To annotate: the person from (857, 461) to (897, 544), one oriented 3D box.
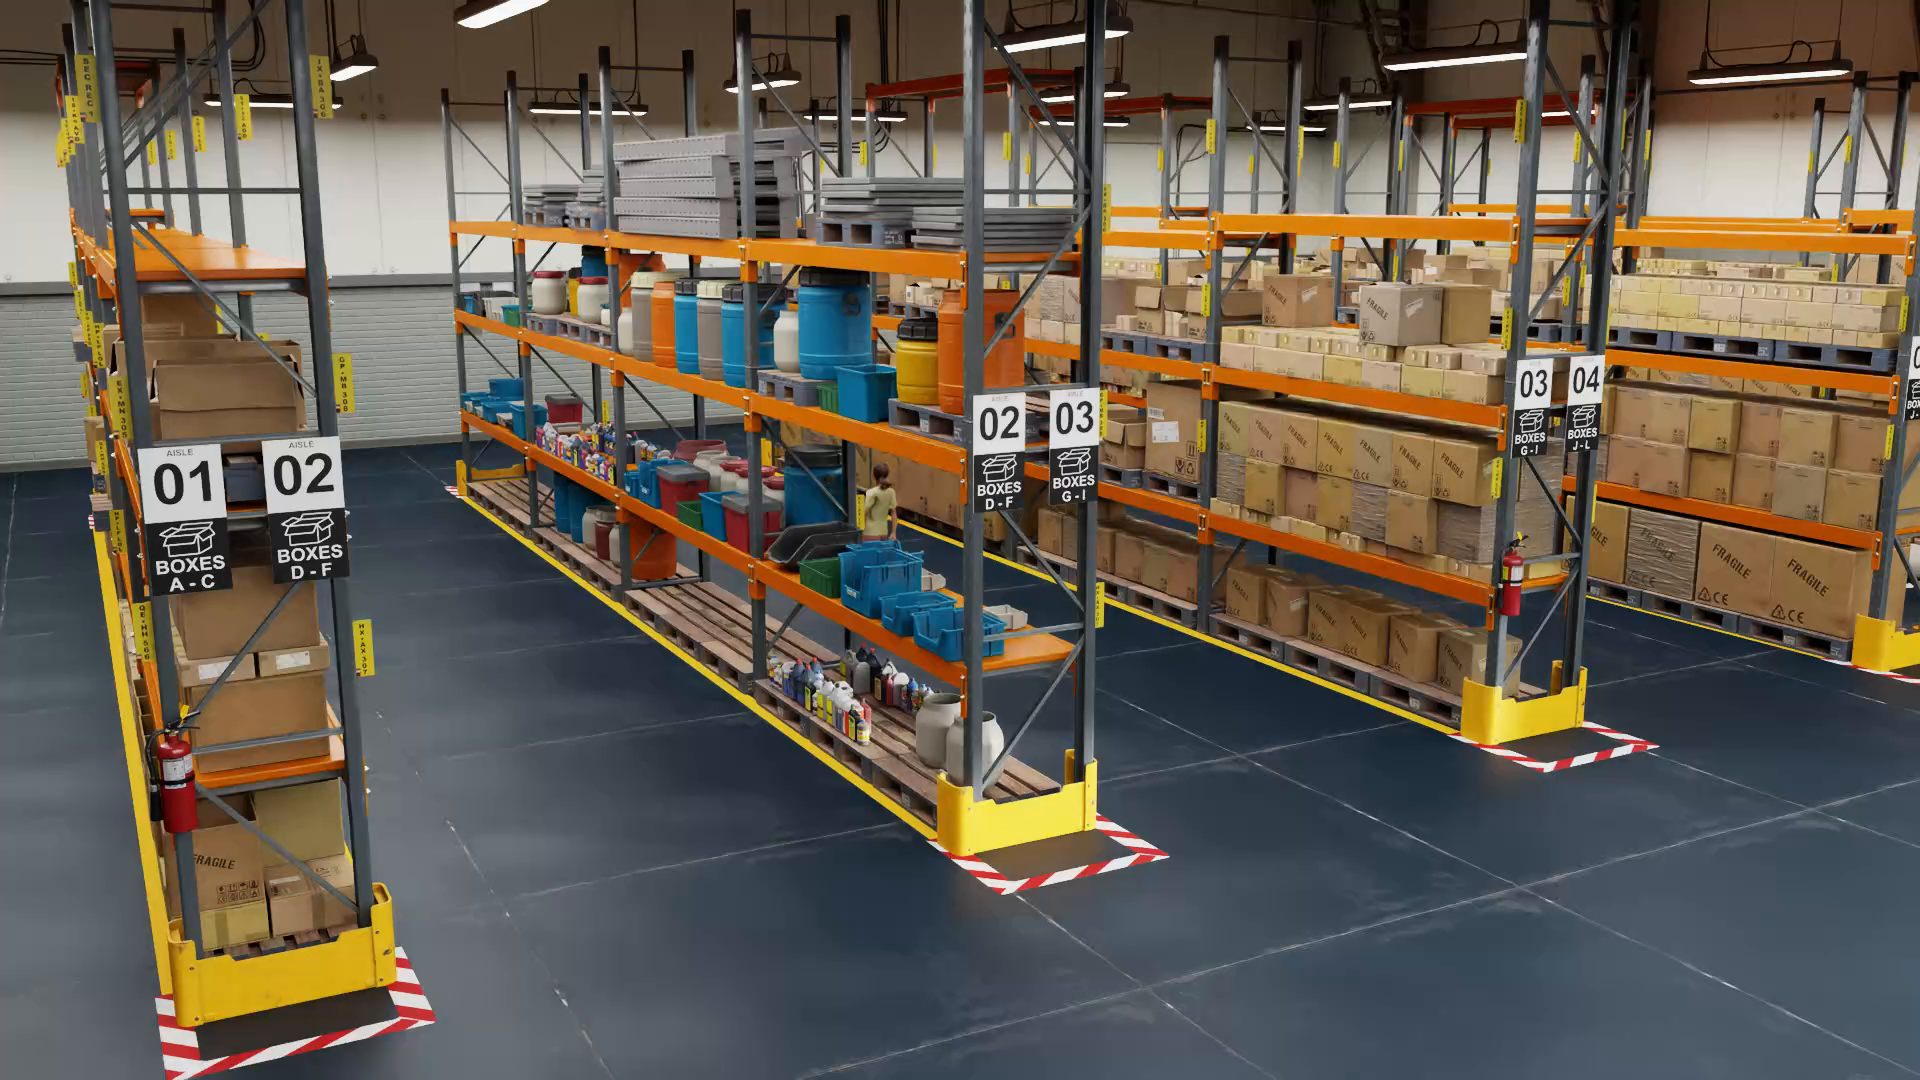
[{"bbox_3d":[-1.017,-0.071,18.361,0.829,1.632,0.516,10,16,41],"label":"person"}]
